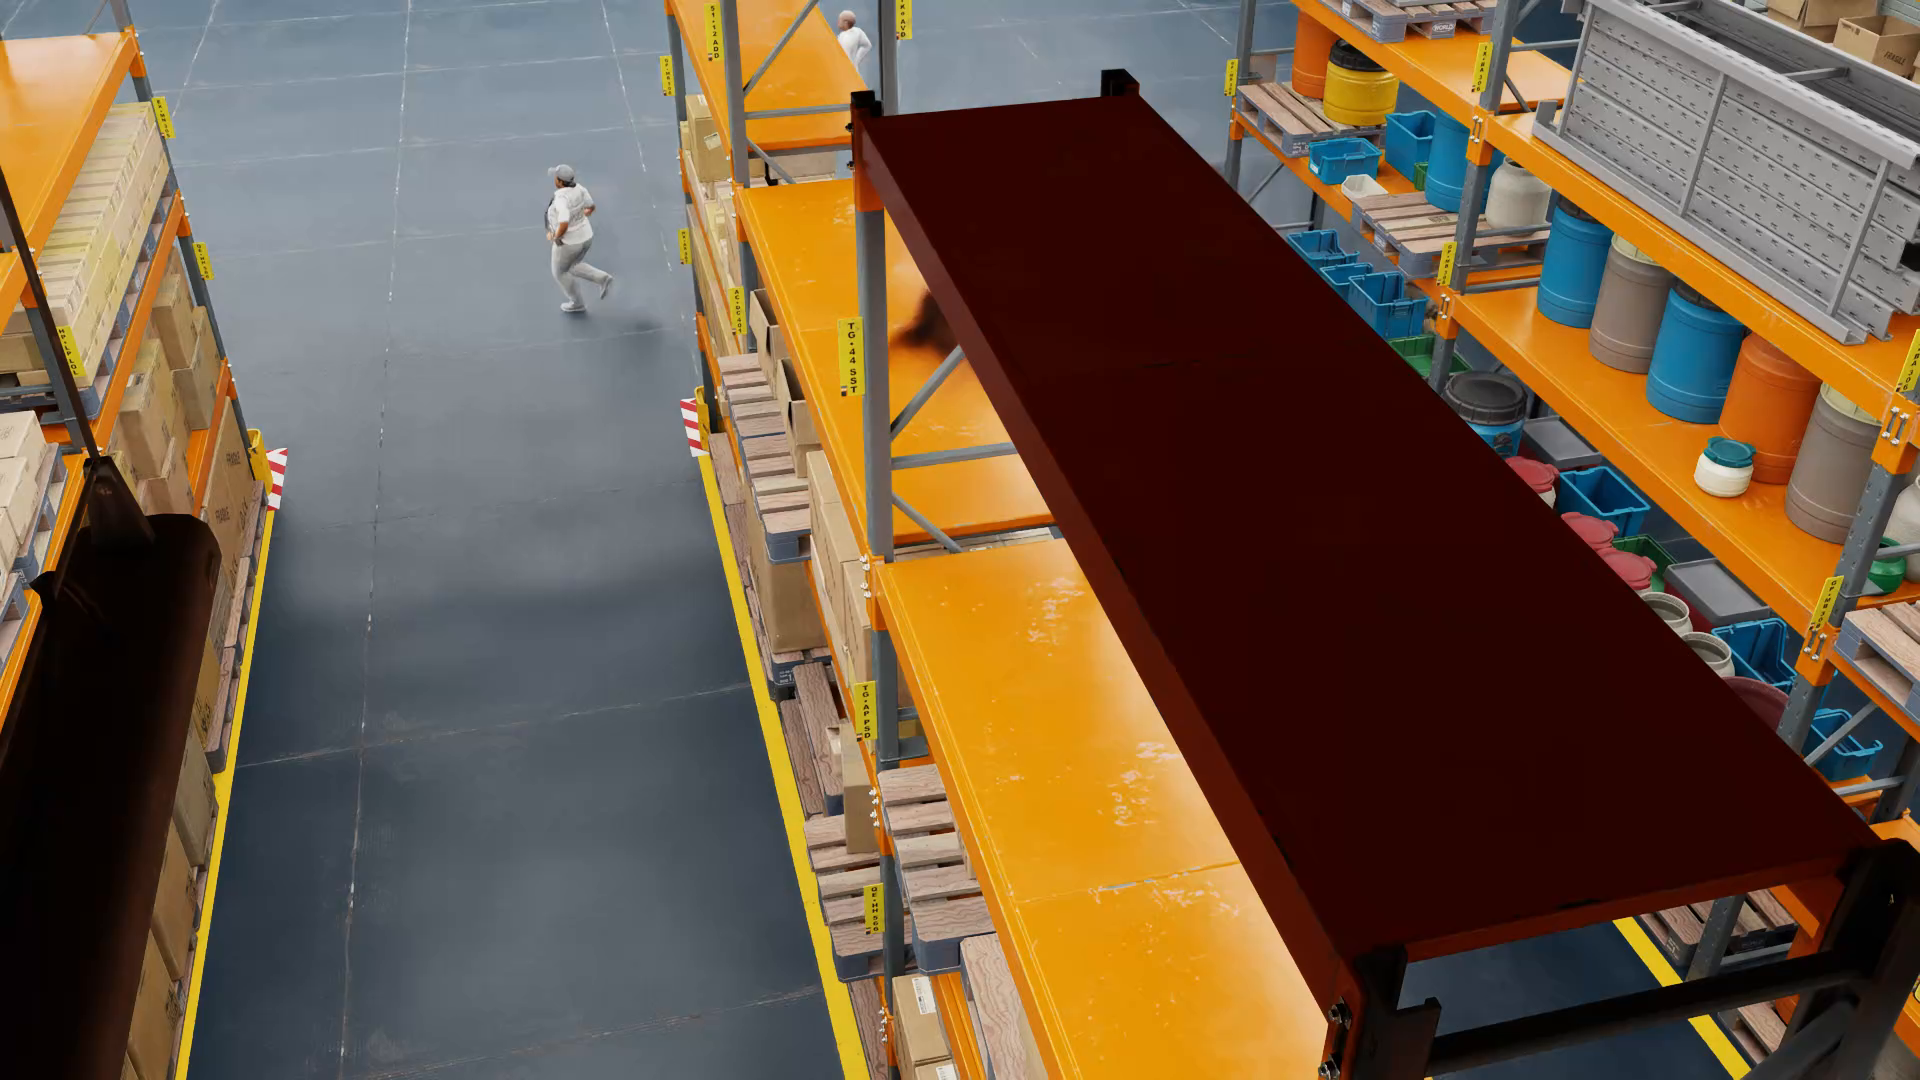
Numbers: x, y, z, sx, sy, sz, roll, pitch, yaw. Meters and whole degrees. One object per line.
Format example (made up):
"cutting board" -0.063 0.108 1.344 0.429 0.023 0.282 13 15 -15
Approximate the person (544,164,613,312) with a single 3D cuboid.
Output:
"person" -3.968 -3.096 17.198 0.586 1.629 0.613 12 36 17

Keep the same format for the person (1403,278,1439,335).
"person" 4.514 -2.383 16.089 0.649 1.673 0.542 -19 39 -25

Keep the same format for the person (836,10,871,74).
"person" -1.413 -5.801 20.978 1.027 1.755 0.715 6 35 8
